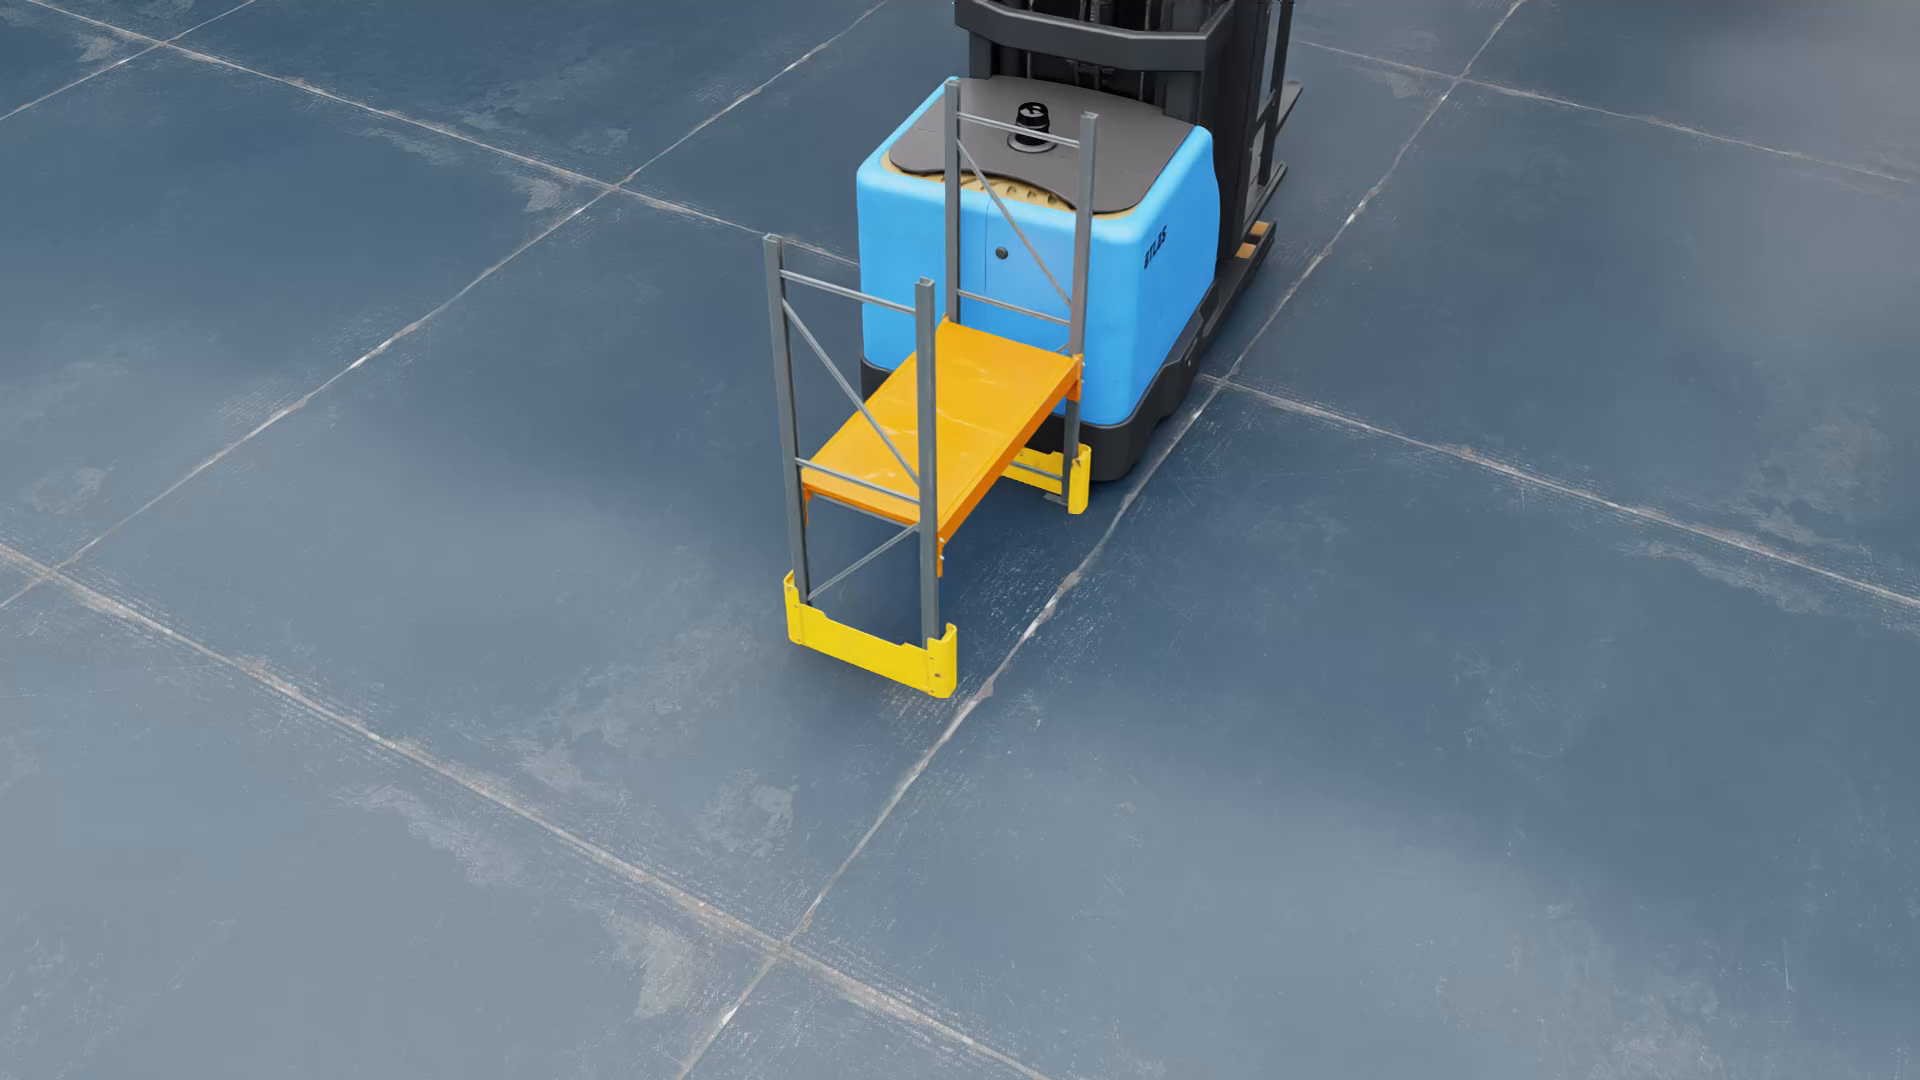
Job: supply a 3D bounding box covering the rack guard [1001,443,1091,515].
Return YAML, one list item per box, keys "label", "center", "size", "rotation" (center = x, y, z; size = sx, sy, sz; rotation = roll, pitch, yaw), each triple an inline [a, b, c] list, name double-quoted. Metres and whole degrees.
- label: "rack guard"
  center: [0.179, -0.290, 5.890]
  size: [0.587, 0.250, 0.087]
  rotation: [19, 45, 20]

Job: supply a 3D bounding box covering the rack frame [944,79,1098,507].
- label: "rack frame"
  center: [0.180, -0.760, 5.478]
  size: [0.500, 1.500, 0.032]
  rotation: [19, 45, 20]

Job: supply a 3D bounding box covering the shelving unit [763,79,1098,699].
- label: "shelving unit"
  center: [-0.052, -0.468, 5.146]
  size: [0.587, 1.500, 1.083]
  rotation: [19, 45, 20]

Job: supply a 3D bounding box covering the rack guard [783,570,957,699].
- label: "rack guard"
  center: [-0.283, 0.293, 5.228]
  size: [0.587, 0.250, 0.087]
  rotation: [19, 45, 20]

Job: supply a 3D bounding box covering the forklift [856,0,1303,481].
- label: "forklift"
  center: [0.698, -2.284, 6.126]
  size: [1.130, 2.935, 3.031]
  rotation: [16, 44, 18]

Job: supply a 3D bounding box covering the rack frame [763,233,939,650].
- label: "rack frame"
  center: [-0.292, -0.165, 4.802]
  size: [0.500, 1.500, 0.032]
  rotation: [19, 45, 20]

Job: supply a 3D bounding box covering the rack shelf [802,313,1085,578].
- label: "rack shelf"
  center: [-0.056, -0.327, 5.259]
  size: [0.538, 0.185, 1.000]
  rotation: [19, 45, 20]
